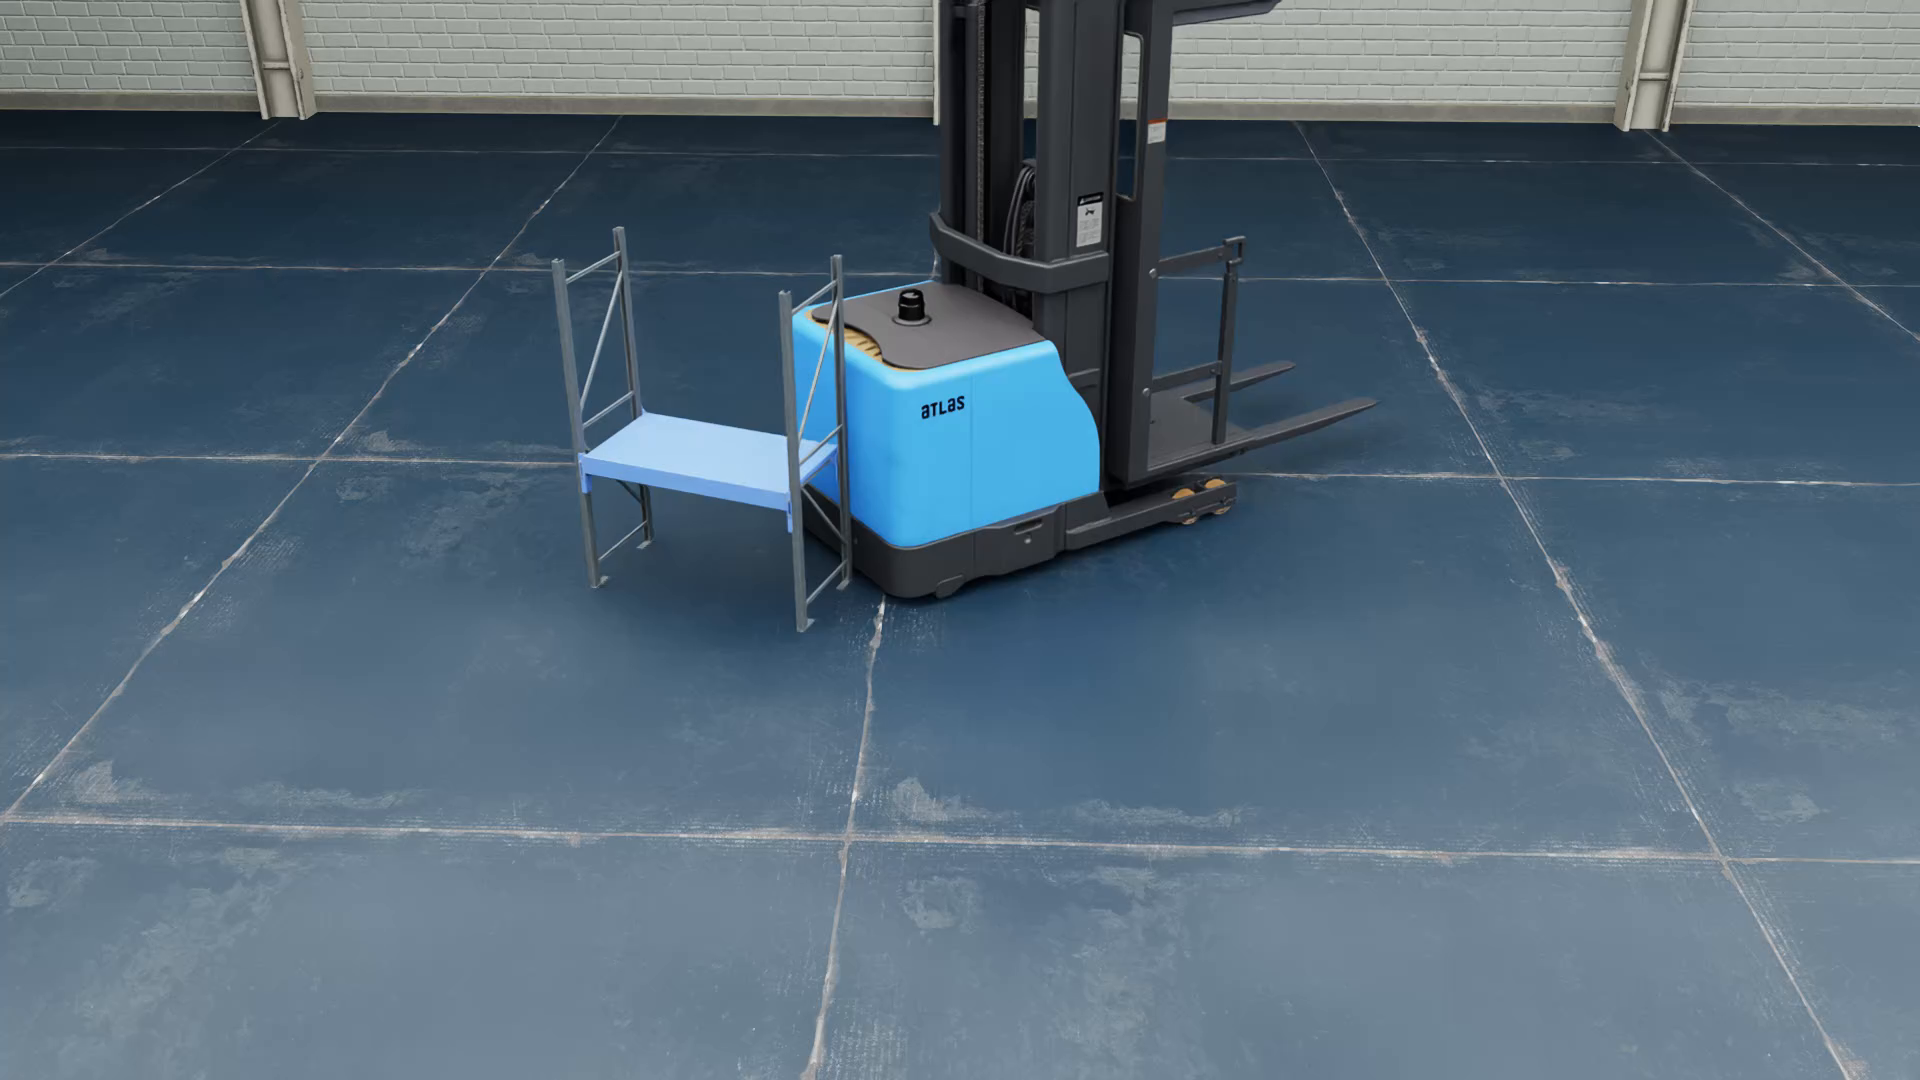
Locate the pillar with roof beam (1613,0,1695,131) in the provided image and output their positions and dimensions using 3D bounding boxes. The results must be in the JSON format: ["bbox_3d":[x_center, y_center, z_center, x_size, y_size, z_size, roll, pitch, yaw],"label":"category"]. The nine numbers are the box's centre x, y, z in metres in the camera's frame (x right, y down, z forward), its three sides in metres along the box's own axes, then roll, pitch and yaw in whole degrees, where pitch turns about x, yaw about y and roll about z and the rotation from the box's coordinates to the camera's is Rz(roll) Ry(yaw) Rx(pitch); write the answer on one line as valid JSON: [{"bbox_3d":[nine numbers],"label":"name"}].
[{"bbox_3d":[5.813,-5.587,8.682,0.400,9.000,9.100,1,28,2],"label":"pillar with roof beam"}]

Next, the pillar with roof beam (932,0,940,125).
[{"bbox_3d":[-0.183,-5.686,8.869,0.400,9.000,9.100,1,28,2],"label":"pillar with roof beam"}]

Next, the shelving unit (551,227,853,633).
[{"bbox_3d":[-1.056,-0.468,7.032,1.048,1.500,0.538,11,30,19],"label":"shelving unit"}]

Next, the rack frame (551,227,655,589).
[{"bbox_3d":[-1.528,-0.556,7.197,0.032,1.500,0.500,11,30,19],"label":"rack frame"}]

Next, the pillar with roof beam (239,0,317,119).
[{"bbox_3d":[-6.179,-5.785,9.056,0.400,9.000,9.100,1,28,2],"label":"pillar with roof beam"}]

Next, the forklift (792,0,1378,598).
[{"bbox_3d":[0.724,-1.557,7.559,3.031,2.935,1.130,-17,32,-29],"label":"forklift"}]

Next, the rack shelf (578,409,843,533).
[{"bbox_3d":[-1.056,-0.309,7.116,1.000,0.185,0.538,11,30,19],"label":"rack shelf"}]

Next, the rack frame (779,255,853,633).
[{"bbox_3d":[-0.583,-0.380,6.866,0.032,1.500,0.500,11,30,19],"label":"rack frame"}]
